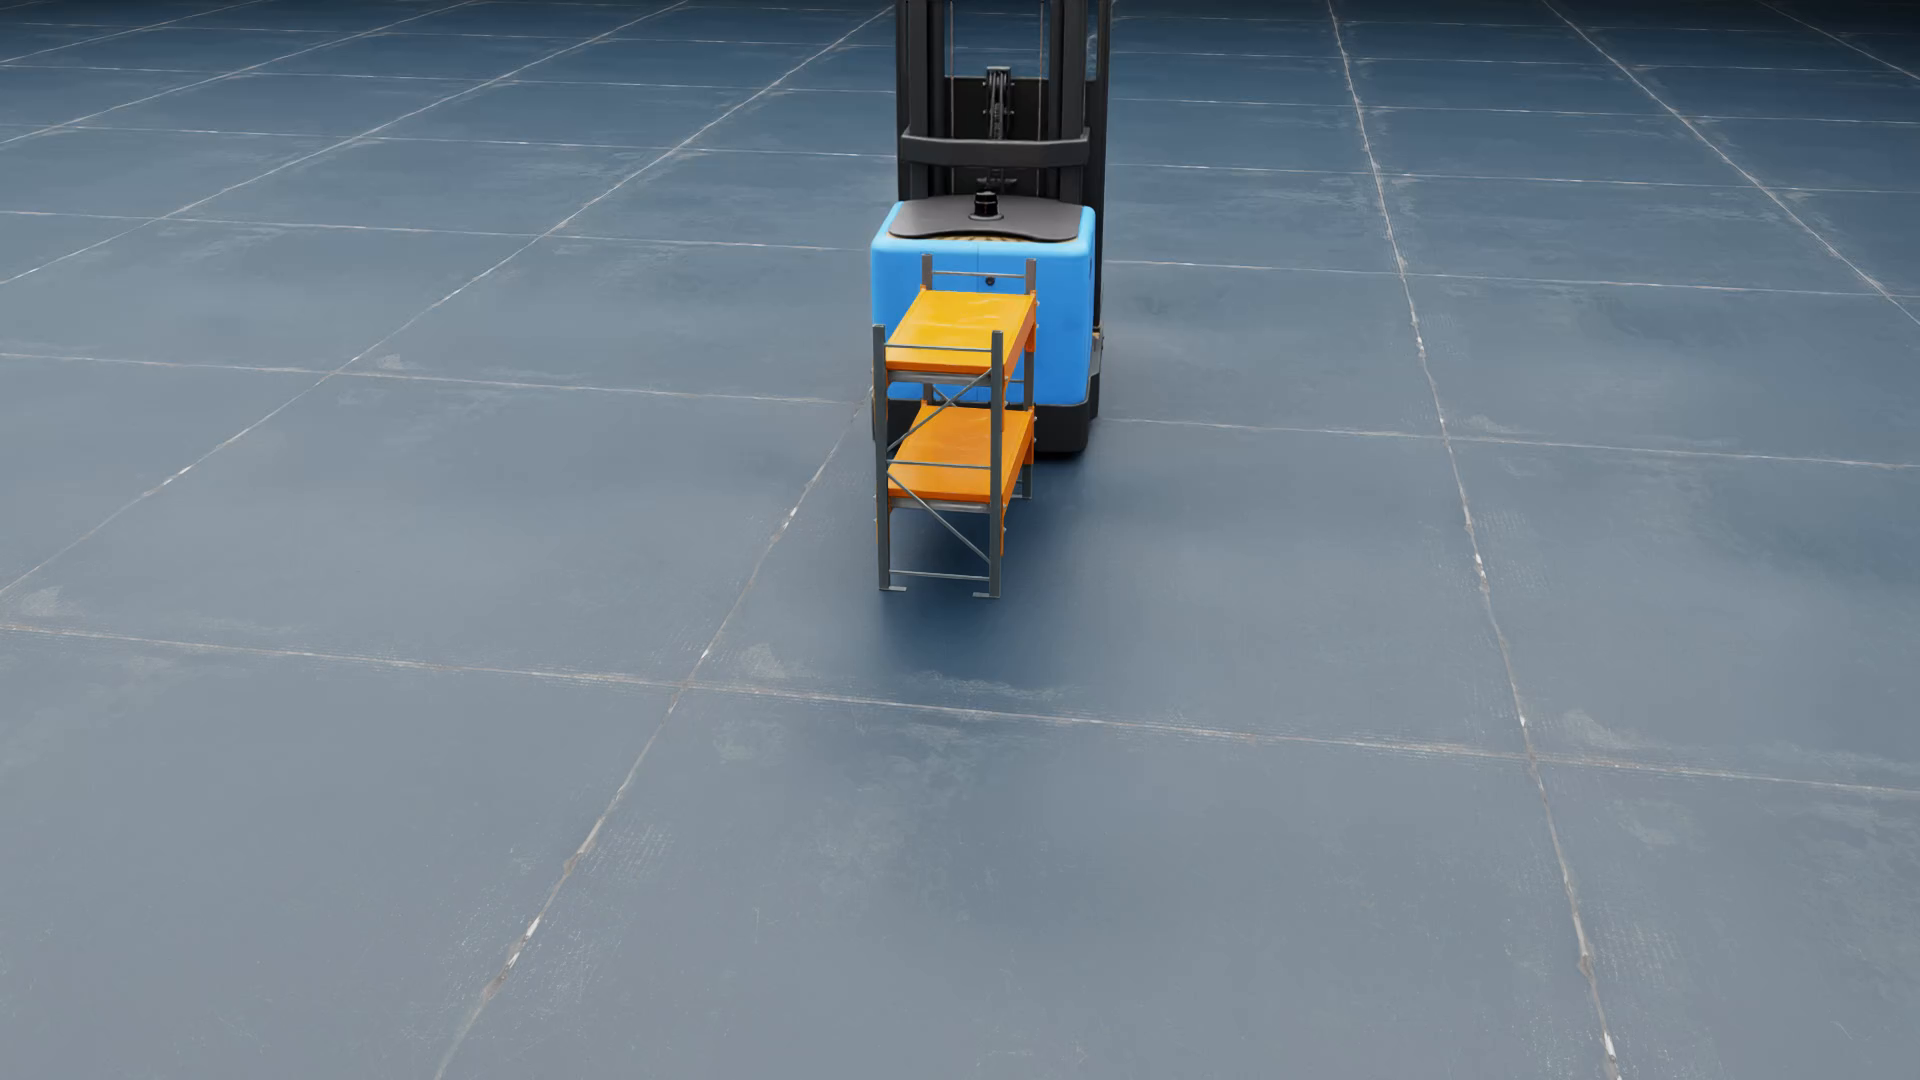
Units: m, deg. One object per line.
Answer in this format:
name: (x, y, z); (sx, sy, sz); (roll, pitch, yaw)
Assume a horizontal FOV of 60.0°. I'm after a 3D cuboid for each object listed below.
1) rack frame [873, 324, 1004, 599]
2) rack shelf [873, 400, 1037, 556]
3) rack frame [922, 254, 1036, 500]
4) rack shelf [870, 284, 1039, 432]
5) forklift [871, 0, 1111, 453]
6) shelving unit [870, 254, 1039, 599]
rack frame: (-0.084, -0.294, 6.551); (0.500, 1.125, 0.032); (4, 25, 9)
rack shelf: (-0.001, -0.285, 7.109); (0.538, 0.278, 1.000); (4, 25, 9)
rack frame: (0.082, -0.719, 7.460); (0.500, 1.125, 0.032); (4, 25, 9)
rack shelf: (-0.001, -0.772, 6.881); (0.538, 0.278, 1.000); (4, 25, 9)
forklift: (0.243, -2.338, 8.789); (1.130, 2.935, 3.031); (3, 25, 6)
shelving unit: (-0.001, -0.507, 7.005); (0.538, 1.125, 1.048); (4, 25, 9)
